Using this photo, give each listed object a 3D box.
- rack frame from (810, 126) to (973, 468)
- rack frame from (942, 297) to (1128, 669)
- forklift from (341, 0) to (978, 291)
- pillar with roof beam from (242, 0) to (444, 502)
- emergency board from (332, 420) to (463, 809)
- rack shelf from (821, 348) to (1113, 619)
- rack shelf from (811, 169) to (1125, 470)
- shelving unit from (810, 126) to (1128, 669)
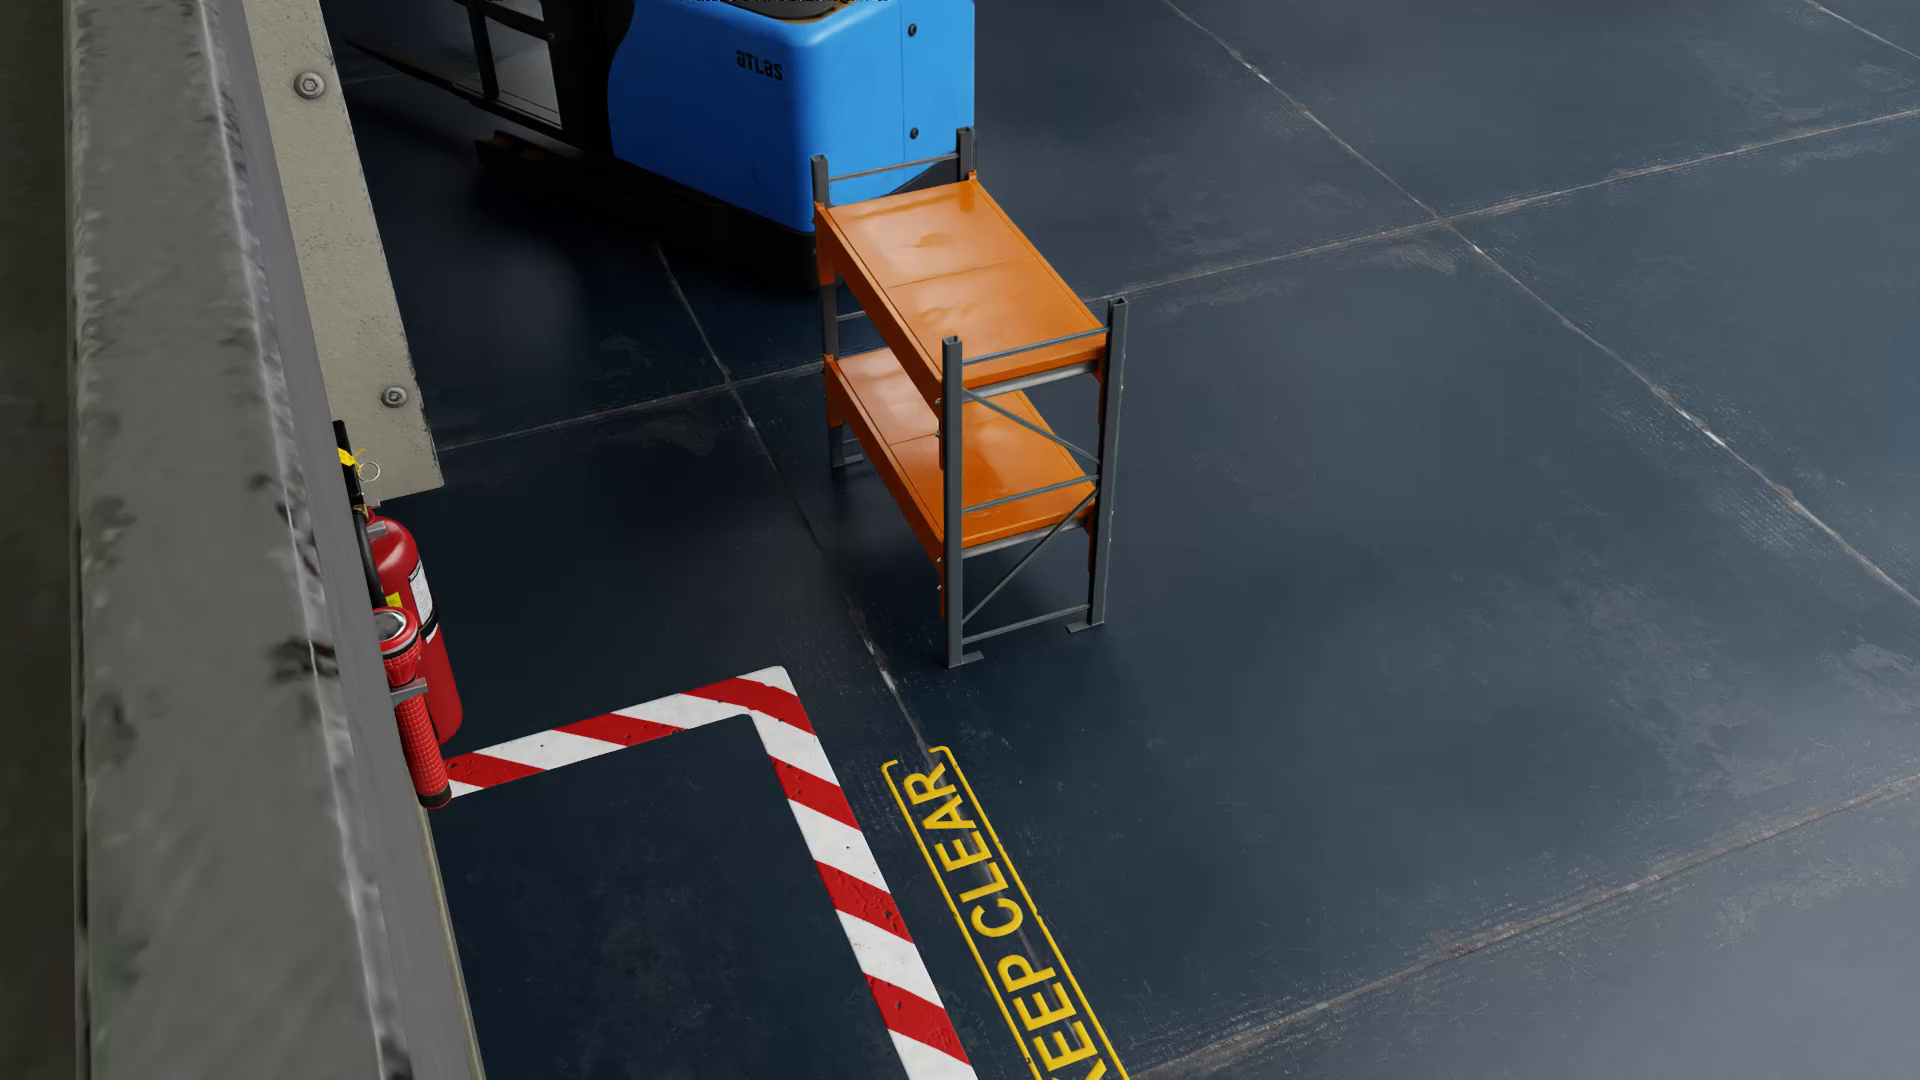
[{"bbox_3d":[-0.197,-0.737,5.244,0.500,1.125,0.032,-15,43,-17],"label":"rack frame"},{"bbox_3d":[0.192,-0.124,4.532,0.500,1.125,0.032,-15,43,-17],"label":"rack frame"},{"bbox_3d":[-1.414,-2.824,6.286,3.031,2.935,1.130,26,47,27],"label":"forklift"},{"bbox_3d":[2.067,-4.745,3.866,9.100,9.000,0.400,-15,43,-17],"label":"pillar with roof beam"},{"bbox_3d":[-1.000,0.102,2.831,0.194,1.169,0.643,-15,43,-17],"label":"emergency board"},{"bbox_3d":[-0.003,-0.245,5.047,0.538,0.278,1.000,-15,43,-17],"label":"rack shelf"},{"bbox_3d":[-0.003,-0.652,4.697,0.538,0.278,1.000,-15,43,-17],"label":"rack shelf"},{"bbox_3d":[-0.003,-0.431,4.888,0.538,1.125,1.048,-15,43,-17],"label":"shelving unit"}]
